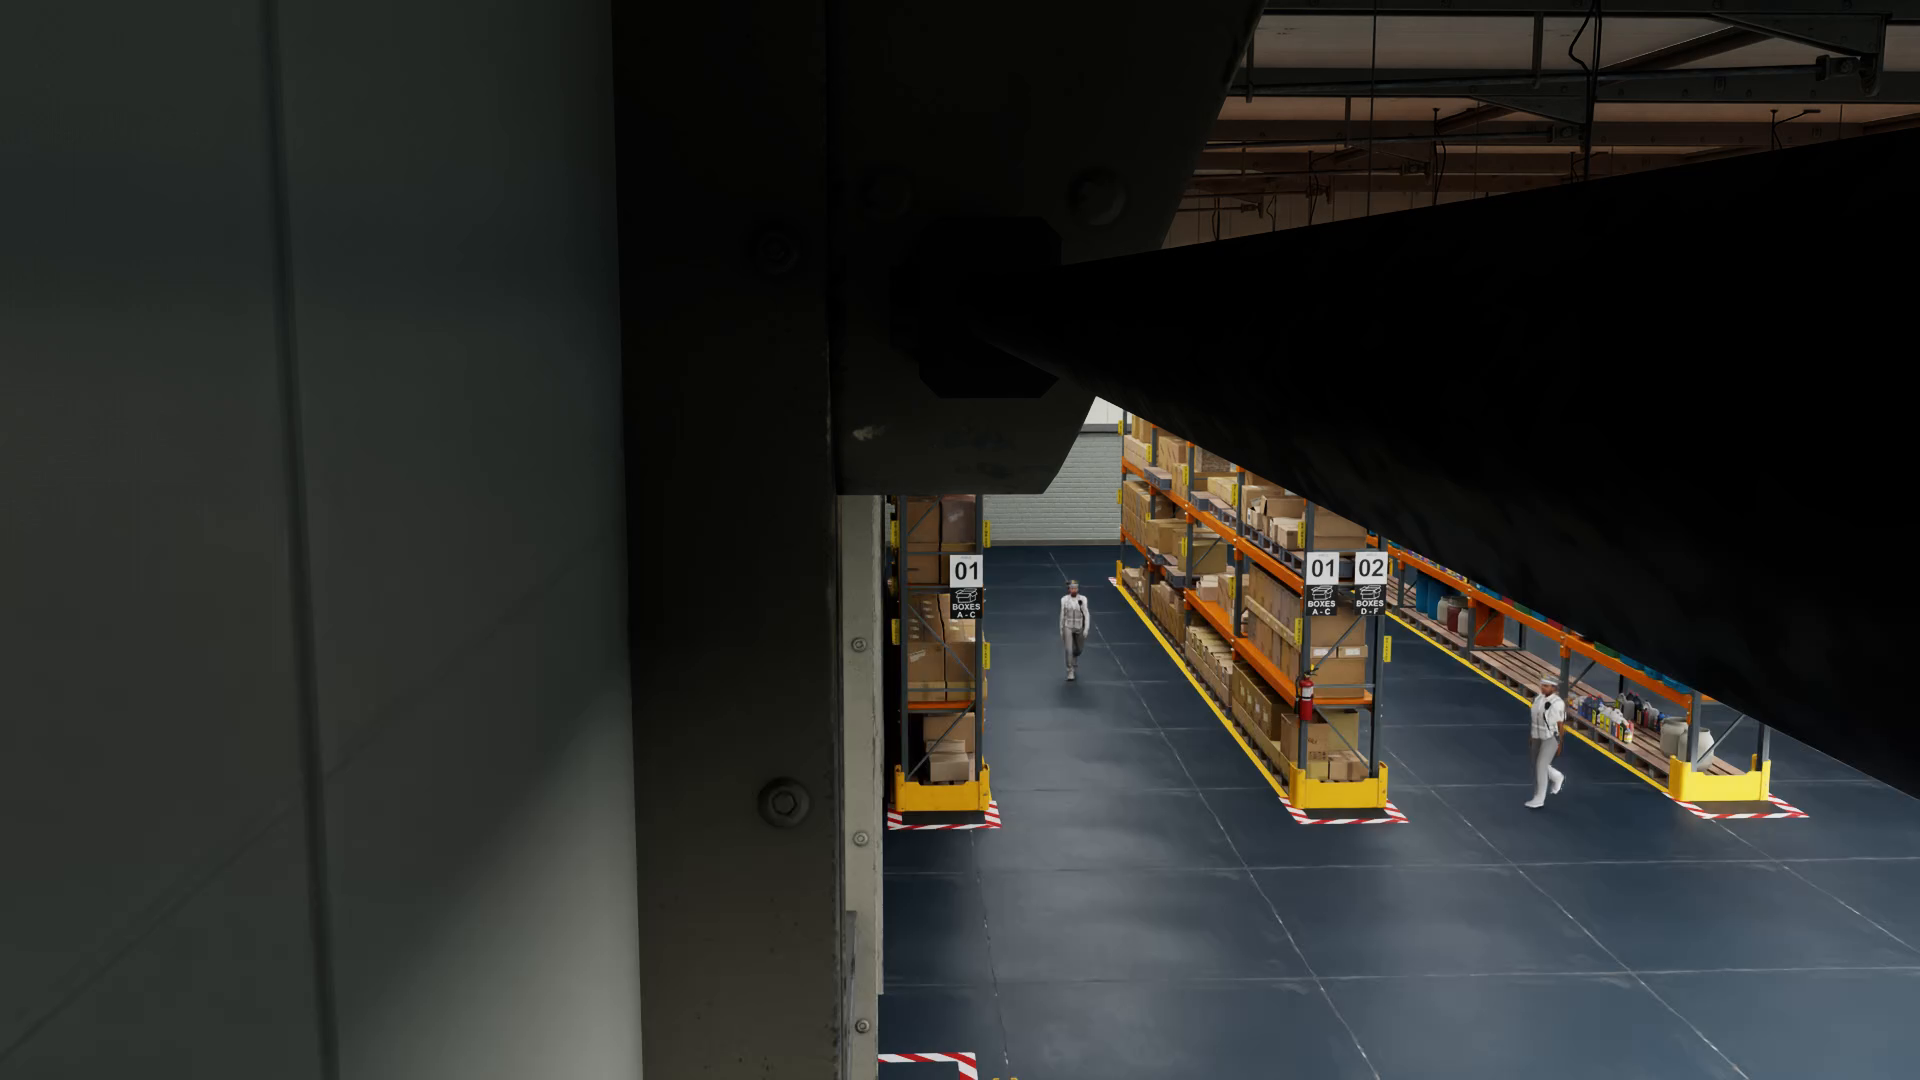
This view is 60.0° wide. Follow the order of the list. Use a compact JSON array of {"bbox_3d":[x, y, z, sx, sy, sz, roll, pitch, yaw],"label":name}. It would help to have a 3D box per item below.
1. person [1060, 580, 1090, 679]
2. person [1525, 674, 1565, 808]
[{"bbox_3d":[1.900,1.437,27.668,0.486,1.635,0.871,-1,8,-6],"label":"person"},{"bbox_3d":[7.333,2.458,20.689,0.829,1.655,0.448,-5,10,-30],"label":"person"}]
